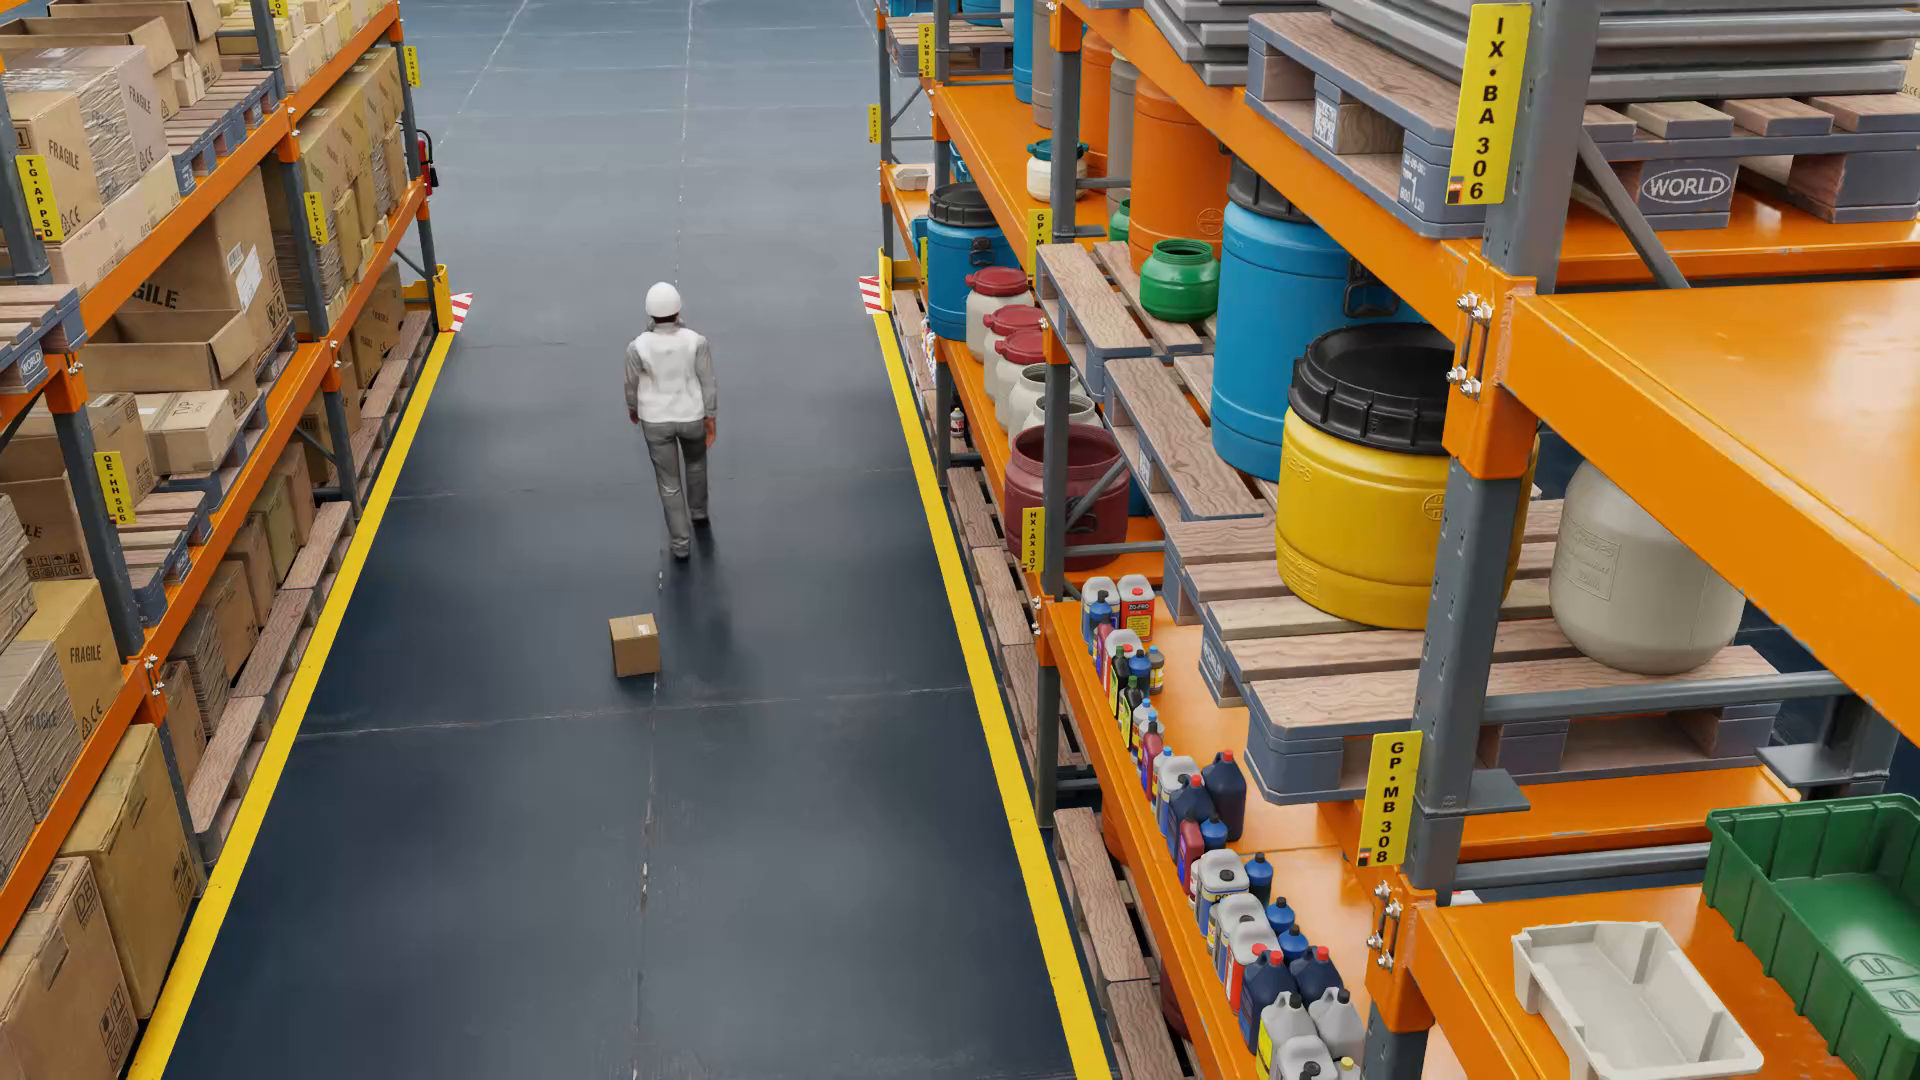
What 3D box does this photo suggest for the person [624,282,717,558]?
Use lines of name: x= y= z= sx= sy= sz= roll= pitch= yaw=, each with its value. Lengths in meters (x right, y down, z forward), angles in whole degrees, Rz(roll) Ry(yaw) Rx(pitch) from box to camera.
person: x=-1.844 y=-0.781 z=10.649 sx=0.559 sy=1.822 sz=0.778 roll=-8 pitch=28 yaw=-15
